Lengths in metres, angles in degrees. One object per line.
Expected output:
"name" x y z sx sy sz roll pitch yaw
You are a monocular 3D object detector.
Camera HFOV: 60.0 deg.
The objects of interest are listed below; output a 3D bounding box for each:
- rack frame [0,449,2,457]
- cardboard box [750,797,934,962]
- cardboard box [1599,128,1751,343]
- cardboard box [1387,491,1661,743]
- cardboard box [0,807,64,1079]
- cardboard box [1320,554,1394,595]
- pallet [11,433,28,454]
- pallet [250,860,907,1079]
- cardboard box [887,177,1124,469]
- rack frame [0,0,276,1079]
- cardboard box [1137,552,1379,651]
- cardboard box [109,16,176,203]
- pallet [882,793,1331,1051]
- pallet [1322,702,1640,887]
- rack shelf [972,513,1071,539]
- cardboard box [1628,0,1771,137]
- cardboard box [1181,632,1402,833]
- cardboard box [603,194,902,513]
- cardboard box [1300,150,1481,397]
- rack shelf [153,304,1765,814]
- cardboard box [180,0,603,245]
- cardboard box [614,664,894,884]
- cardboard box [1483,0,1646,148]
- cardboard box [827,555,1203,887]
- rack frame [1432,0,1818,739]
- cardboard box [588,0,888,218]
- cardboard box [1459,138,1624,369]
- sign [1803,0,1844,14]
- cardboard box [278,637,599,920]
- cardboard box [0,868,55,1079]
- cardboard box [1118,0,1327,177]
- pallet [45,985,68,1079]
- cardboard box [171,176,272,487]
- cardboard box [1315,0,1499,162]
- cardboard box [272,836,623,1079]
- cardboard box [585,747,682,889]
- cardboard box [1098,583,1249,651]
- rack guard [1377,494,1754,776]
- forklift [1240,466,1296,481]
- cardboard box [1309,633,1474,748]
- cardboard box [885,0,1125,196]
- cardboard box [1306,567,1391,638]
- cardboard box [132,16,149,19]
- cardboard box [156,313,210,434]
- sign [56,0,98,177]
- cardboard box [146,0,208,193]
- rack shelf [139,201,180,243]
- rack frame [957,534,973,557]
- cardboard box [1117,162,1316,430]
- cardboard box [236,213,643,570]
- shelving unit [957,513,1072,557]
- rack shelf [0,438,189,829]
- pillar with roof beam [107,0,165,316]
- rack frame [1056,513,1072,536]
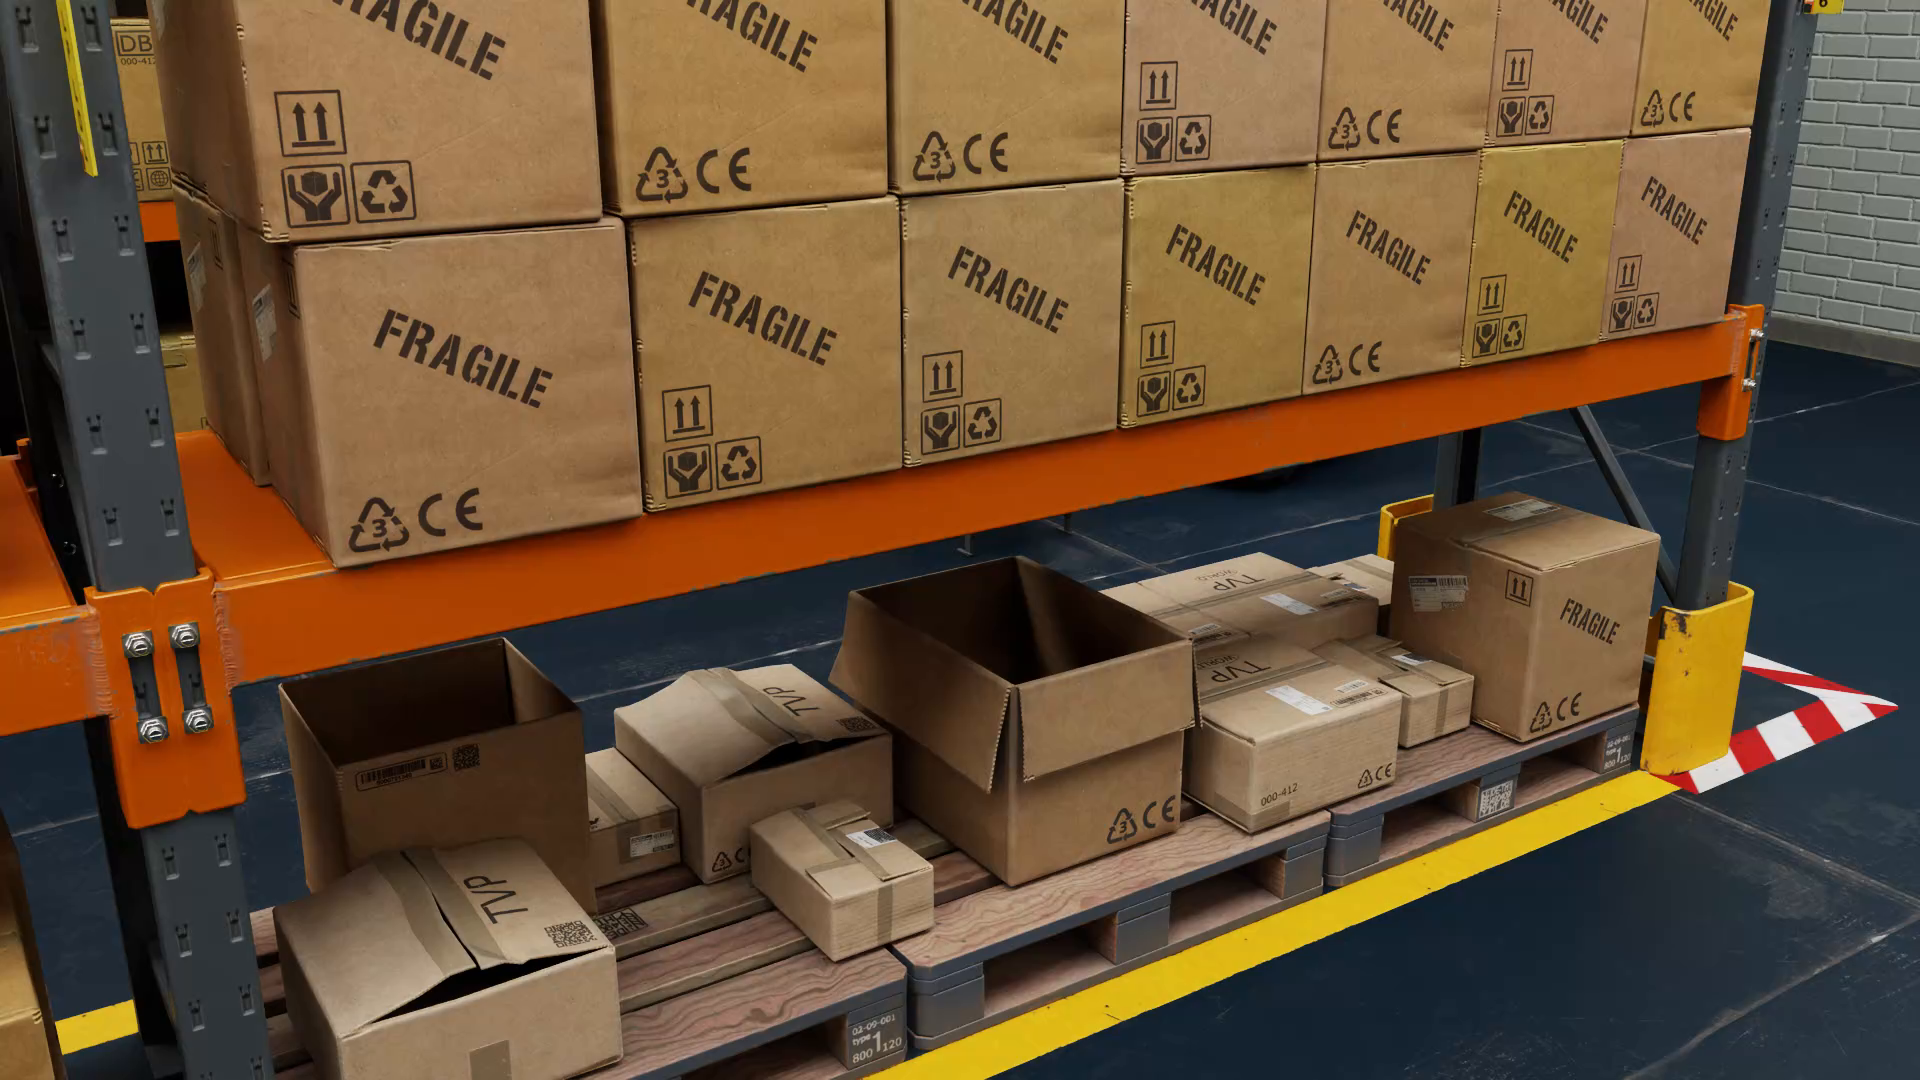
"rack frame" -4.177 -1.558 6.671 0.127 3.000 1.000 -12 22 -31
"cardboard box" -0.263 0.729 3.643 0.250 0.166 0.380 -12 22 -31
"cardboard box" 1.667 -0.834 4.373 0.500 0.500 0.500 -11 22 -30
"cardboard box" 1.573 0.199 4.689 0.500 0.500 0.500 -12 22 -31
"cardboard box" -1.987 0.762 3.024 0.500 0.500 0.500 -13 23 -34
"cardboard box" 1.353 0.185 5.277 0.250 0.149 0.380 -12 22 -31
"pallet" -3.498 -0.350 7.452 1.213 0.211 1.003 -12 22 -31
"pallet" -0.875 0.966 3.557 1.213 0.211 1.003 -12 22 -31
"cardboard box" -0.029 -0.477 3.315 0.500 0.500 0.500 -12 22 -32
"rack frame" -1.449 -0.234 2.753 0.127 3.000 1.000 -12 22 -31
"cardboard box" 0.864 0.264 4.888 0.500 0.250 0.500 -12 22 -31
"cardboard box" -3.715 -1.792 6.892 0.700 0.700 0.980 -12 22 -31
"pallet" 0.145 0.750 4.197 1.213 0.211 1.003 -12 22 -31
"pallet" 1.163 0.537 4.828 1.213 0.211 1.003 -12 22 -31
"rack shelf" 0.138 -0.348 6.723 0.480 0.518 0.431 -12 22 -31
"cardboard box" 1.671 -1.308 4.212 0.500 0.500 0.500 -12 22 -32
"cardboard box" 0.763 0.477 4.258 0.500 0.250 0.500 -12 22 -31
"cardboard box" -0.448 -0.389 3.057 0.500 0.500 0.500 -11 22 -30
"cardboard box" 0.816 -0.655 3.844 0.500 0.500 0.500 -12 22 -31
"rack shelf" 0.221 -0.245 3.911 4.000 0.370 1.077 -12 22 -31
"cardboard box" -0.901 -0.763 2.600 0.500 0.500 0.500 -11 22 -30
"cardboard box" -0.503 0.523 4.026 0.500 0.311 0.500 -12 22 -31
"cardboard box" 1.250 -1.218 3.948 0.500 0.500 0.500 -11 22 -30
"cardboard box" 0.117 0.408 4.066 0.637 0.503 0.797 -12 22 -31
"rack frame" 1.892 -0.939 4.837 0.127 3.000 1.000 -12 22 -31
"cardboard box" -0.470 -0.854 2.869 0.500 0.500 0.500 -13 22 -33
"cardboard box" 1.236 -0.742 4.100 0.500 0.500 0.500 -12 22 -31
"sign" 2.180 -1.485 4.152 0.005 0.325 0.100 -12 22 -31
"cardboard box" -1.129 0.566 3.605 0.500 0.500 0.500 -12 22 -31
"cardboard box" -1.704 0.905 2.599 0.500 0.500 0.500 -12 22 -32
"cardboard box" 0.390 -1.035 3.407 0.500 0.500 0.500 -11 22 -30
"pallet" -2.108 1.240 2.746 1.213 0.211 1.003 -12 22 -31
"cardboard box" -1.173 -0.438 3.201 0.500 0.500 0.500 -11 22 -31
"cardboard box" 0.819 -1.126 3.674 0.500 0.500 0.500 -11 22 -30
"cardboard box" -0.979 0.815 3.161 0.500 0.311 0.500 -12 22 -31
"cardboard box" -0.849 0.650 3.904 0.250 0.149 0.380 -12 22 -31
"cardboard box" 0.446 0.352 4.627 0.500 0.250 0.500 -12 22 -31
"rack guard" 1.828 0.259 5.198 0.348 0.500 1.175 -12 22 -31
"forklift" 1.740 -2.066 8.279 1.130 2.935 3.031 12 22 32
"cardboard box" 1.185 0.404 4.603 0.250 0.166 0.380 -12 22 -31
"cardboard box" -0.040 -0.944 3.137 0.500 0.500 0.500 -13 22 -33
"cardboard box" 1.144 0.221 5.144 0.250 0.166 0.380 -12 22 -31
"cardboard box" -3.102 -1.919 7.268 0.700 0.700 0.980 -13 22 -33
"cardboard box" -3.496 -0.677 7.312 0.500 0.500 0.700 -12 22 -31
"sign" -1.141 -0.635 2.131 0.005 0.325 0.100 -12 22 -31
"cardboard box" -1.169 -0.913 3.045 0.500 0.500 0.500 -12 22 -31
"rack shelf" -2.506 -1.570 7.828 4.000 0.370 1.077 -12 22 -31
"rack frame" -0.066 -0.981 6.368 0.015 2.100 0.400 -12 22 -31
"cardboard box" 0.395 -0.567 3.582 0.500 0.500 0.500 -12 22 -32
"cardboard box" -0.873 -0.298 2.787 0.500 0.500 0.500 -11 22 -30
"shelving unit" 0.138 -1.024 6.495 0.503 2.100 0.431 -12 22 -31
"rack shelf" -3.119 0.459 1.827 4.000 0.370 1.077 -12 22 -31
"pillar with roof beam" -1.700 -3.604 3.353 0.400 9.000 9.100 -12 22 -31
"rack frame" 0.342 -1.067 6.622 0.015 2.100 0.400 -12 22 -31
